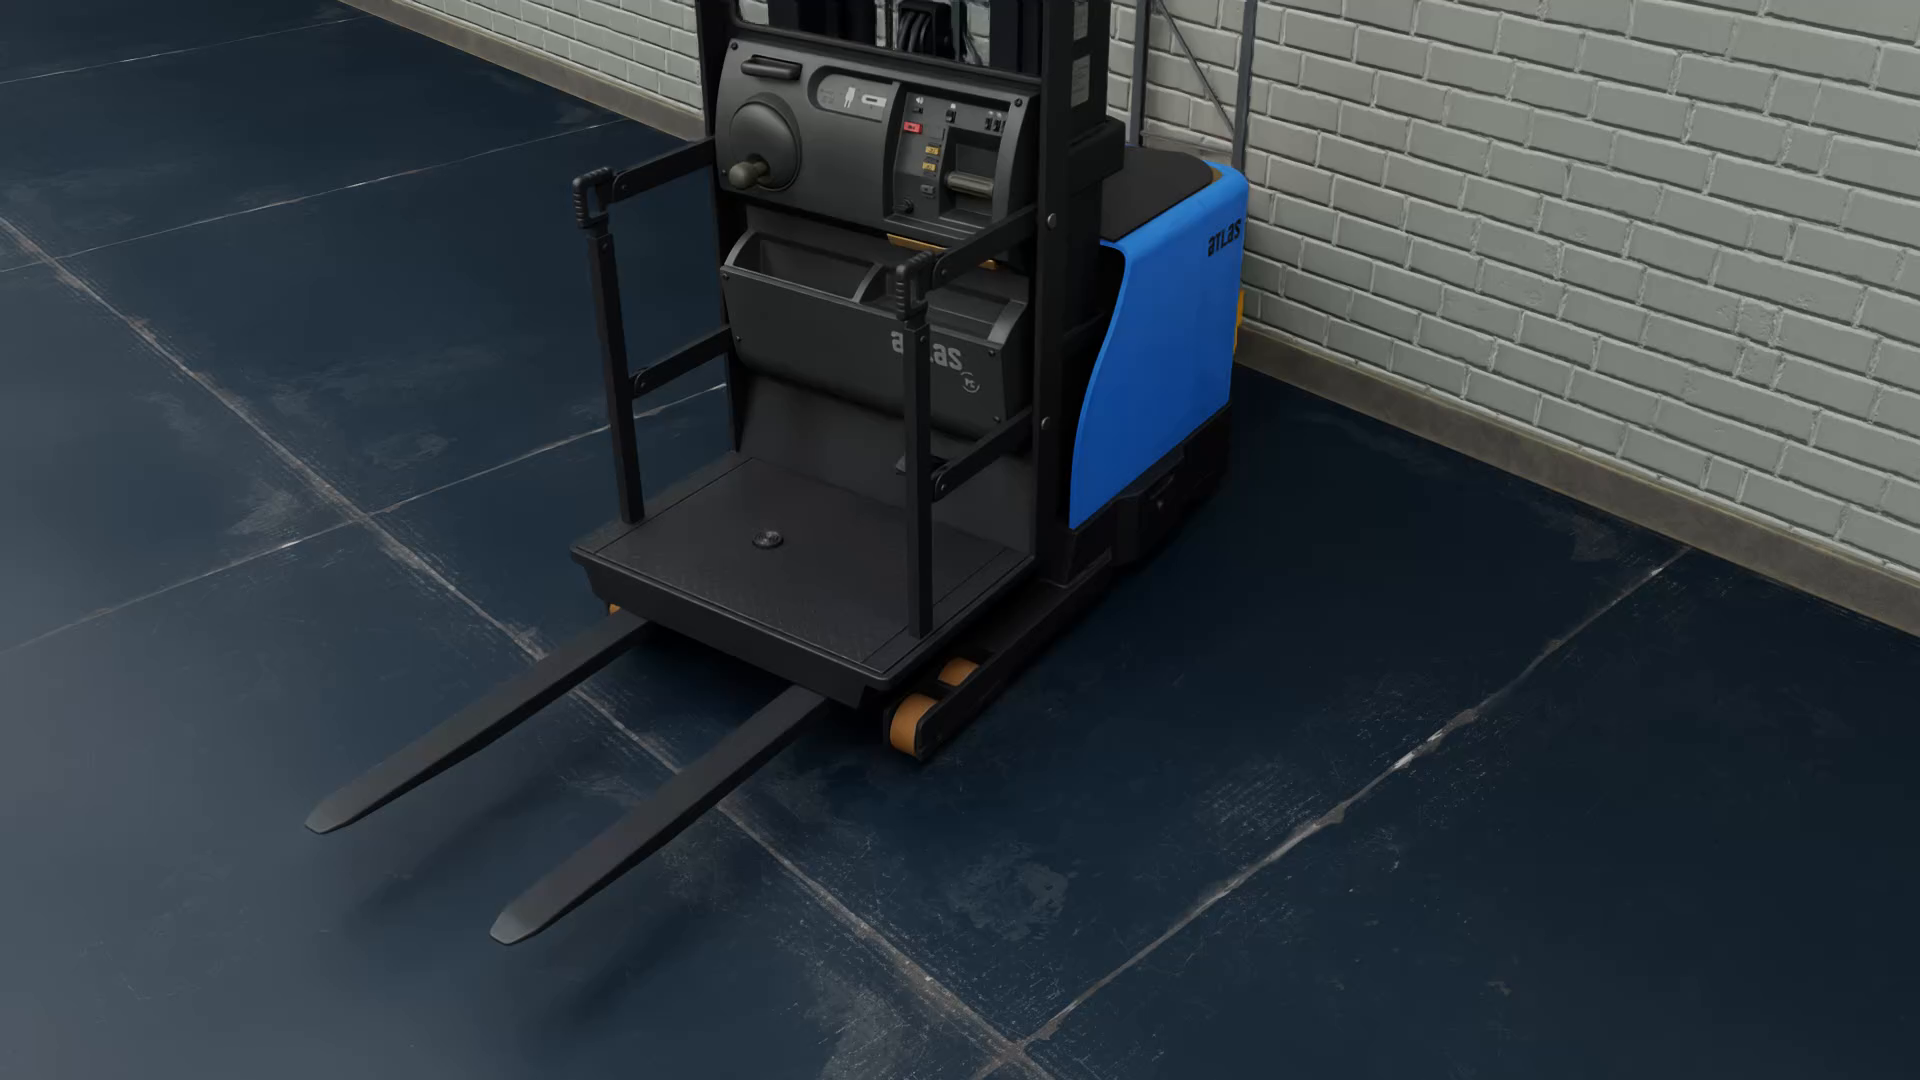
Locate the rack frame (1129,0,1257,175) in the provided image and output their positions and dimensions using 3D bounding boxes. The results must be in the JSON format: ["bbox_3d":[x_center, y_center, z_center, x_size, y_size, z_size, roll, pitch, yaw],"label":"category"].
[{"bbox_3d":[0.839,-1.464,6.152,0.500,1.500,0.032,24,37,35],"label":"rack frame"}]

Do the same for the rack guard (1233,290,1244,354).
[{"bbox_3d":[0.836,-0.920,6.459,0.587,0.250,0.087,24,37,35],"label":"rack guard"}]

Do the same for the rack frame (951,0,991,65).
[{"bbox_3d":[0.167,-1.090,5.488,0.500,1.500,0.032,24,37,35],"label":"rack frame"}]

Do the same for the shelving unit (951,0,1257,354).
[{"bbox_3d":[0.509,-1.280,5.826,0.587,1.500,1.083,24,37,35],"label":"shelving unit"}]

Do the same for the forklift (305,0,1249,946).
[{"bbox_3d":[-0.357,-0.969,4.025,1.130,2.935,3.031,20,37,29],"label":"forklift"}]
